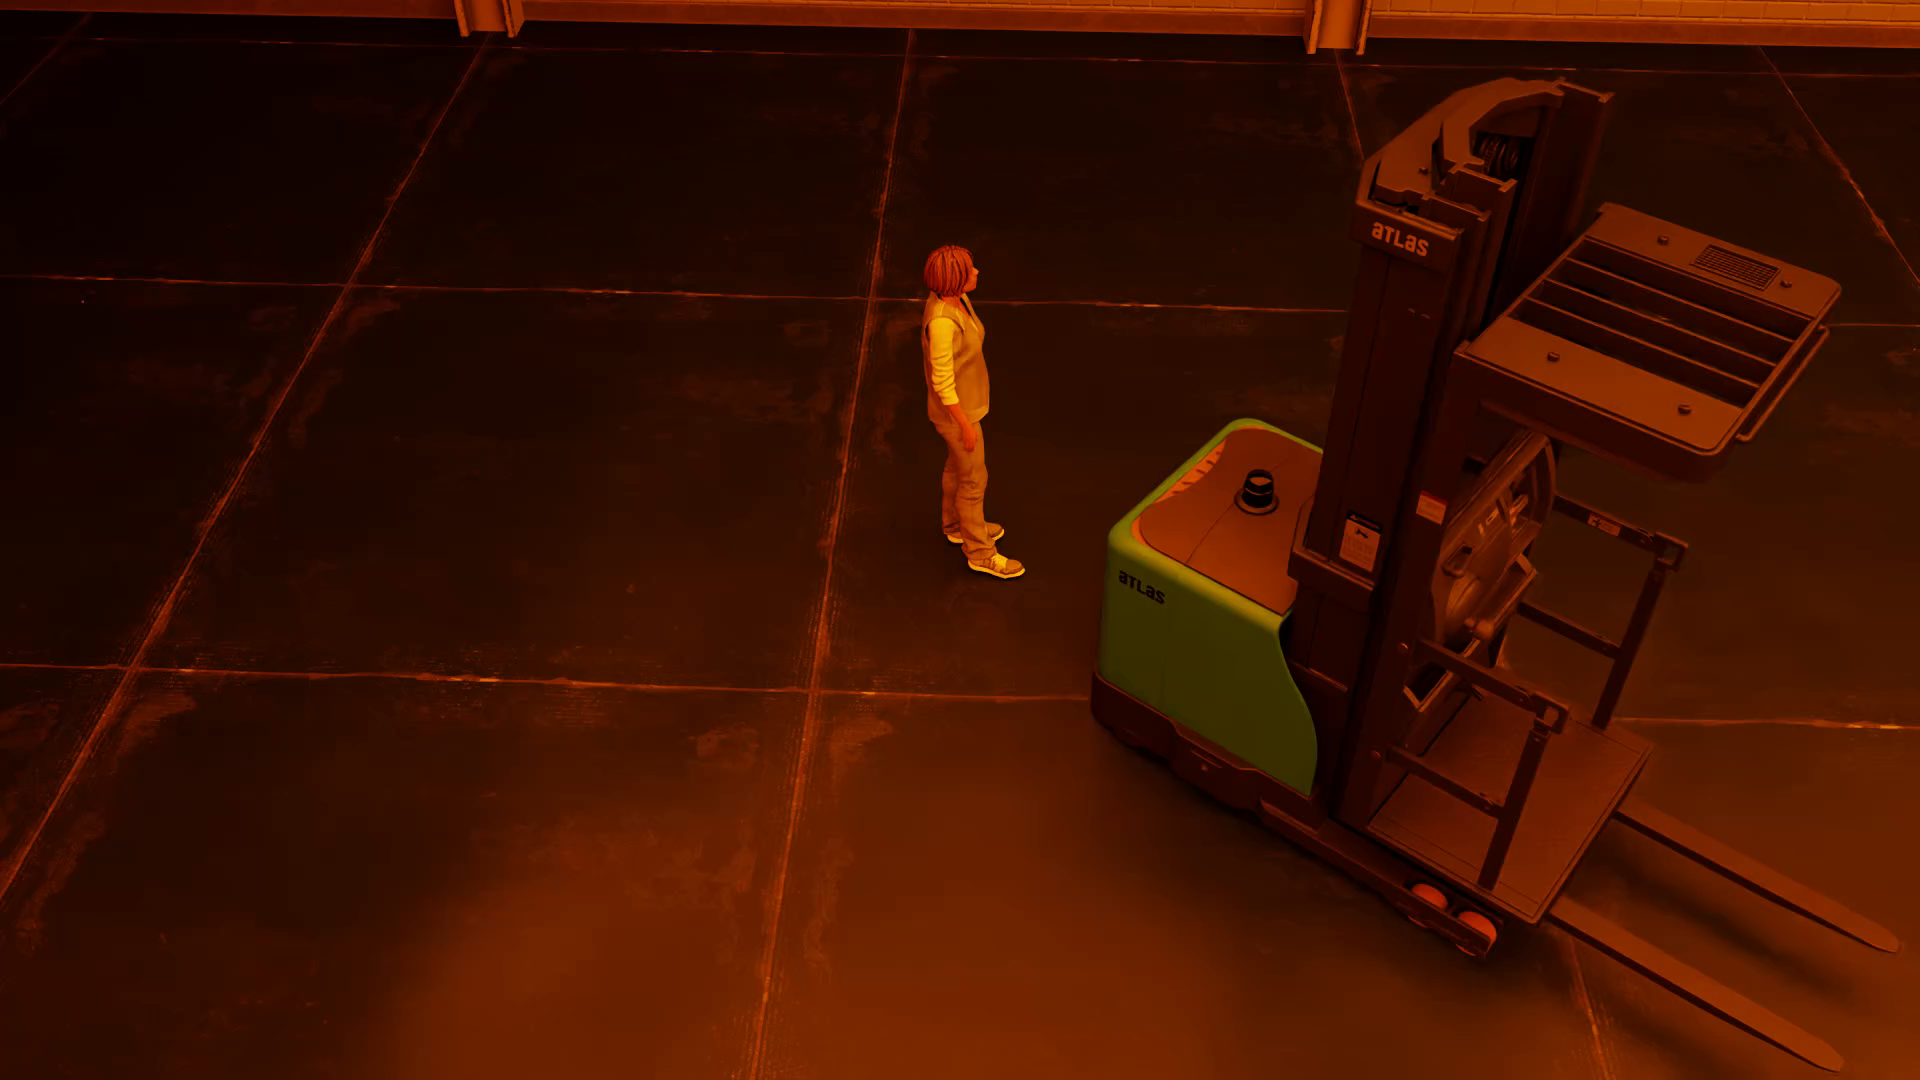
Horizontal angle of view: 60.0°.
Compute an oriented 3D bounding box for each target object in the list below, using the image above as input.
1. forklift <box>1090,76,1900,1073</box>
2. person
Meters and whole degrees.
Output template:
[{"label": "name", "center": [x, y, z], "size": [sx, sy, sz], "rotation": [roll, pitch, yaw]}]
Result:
[{"label": "forklift", "center": [2.011, 0.060, 5.676], "size": [3.031, 2.935, 1.130], "rotation": [29, 50, 28]}, {"label": "person", "center": [0.074, -0.584, 7.360], "size": [0.473, 1.599, 0.521], "rotation": [2, 42, 2]}]
